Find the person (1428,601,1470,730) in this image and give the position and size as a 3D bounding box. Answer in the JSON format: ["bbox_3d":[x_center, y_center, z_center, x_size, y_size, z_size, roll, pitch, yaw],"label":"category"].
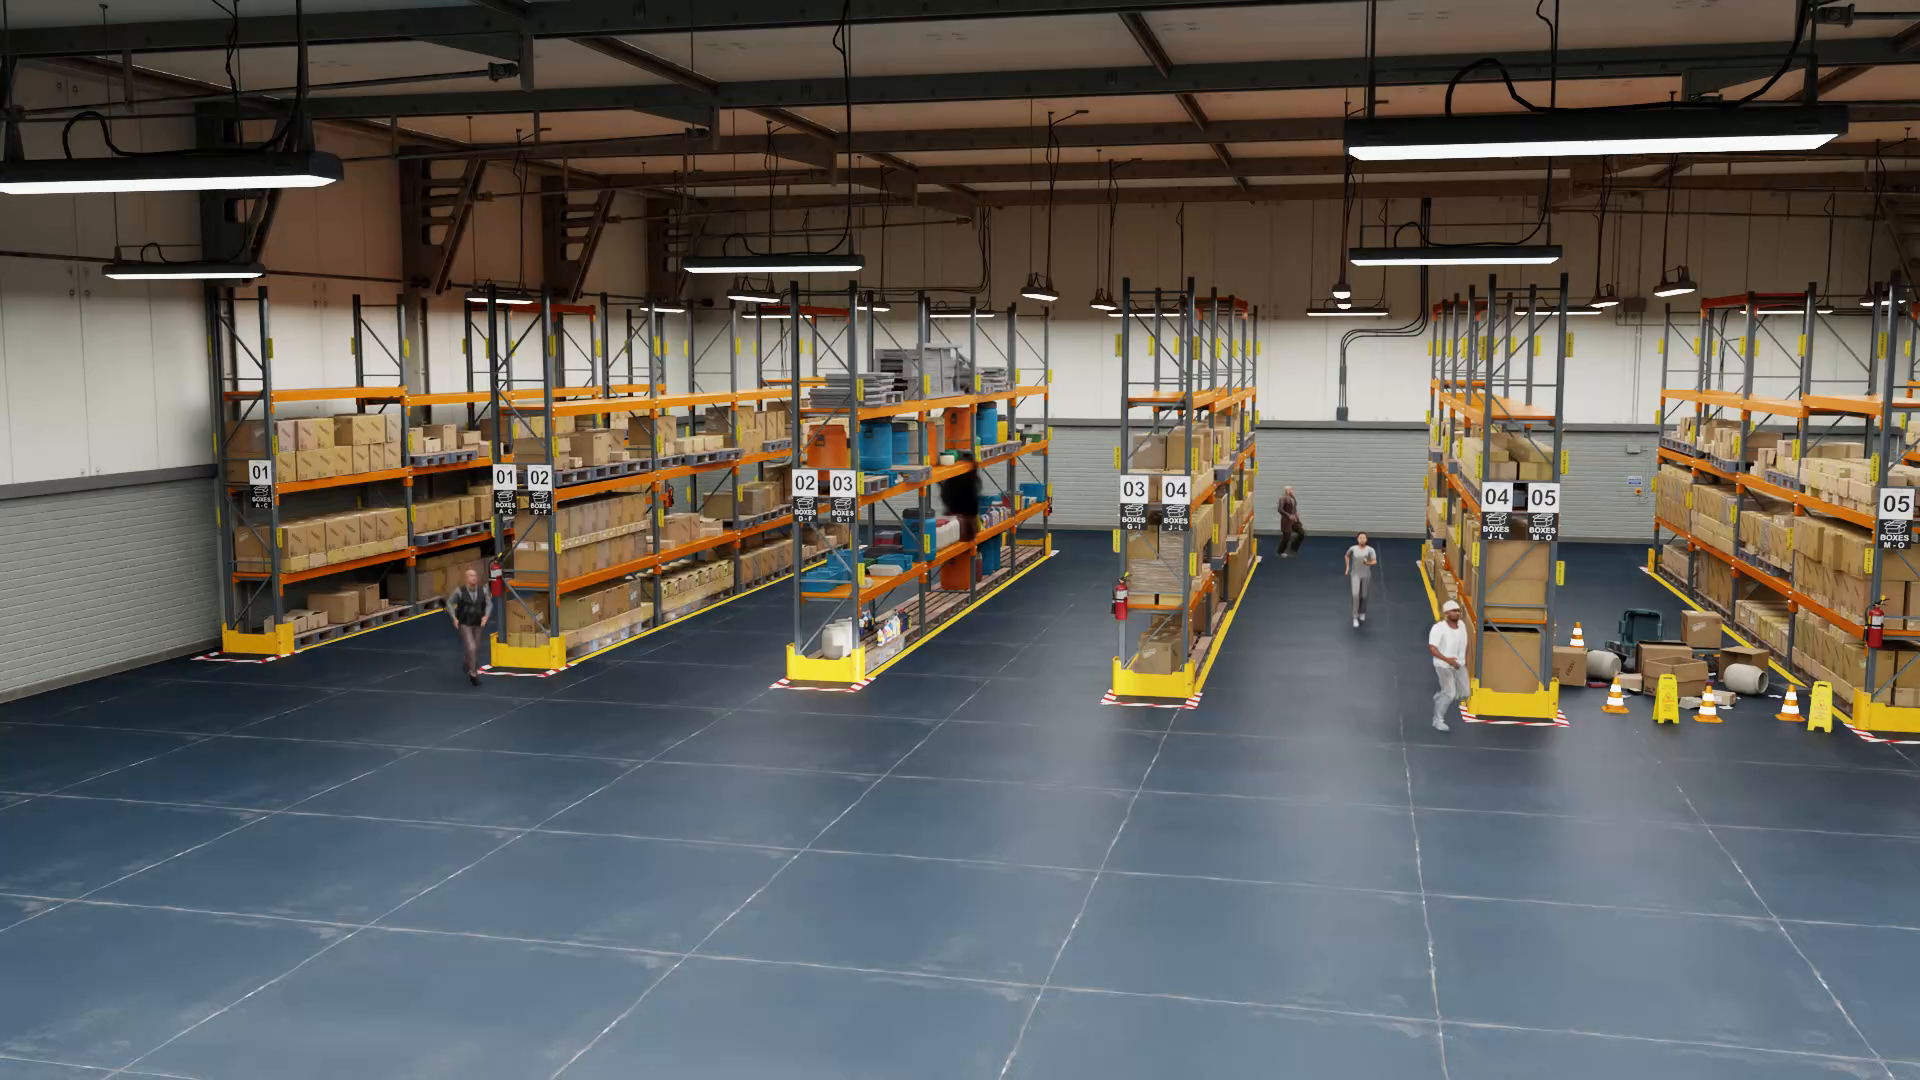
[{"bbox_3d":[6.472,1.647,21.890,0.739,1.725,0.646,-3,7,-27],"label":"person"}]

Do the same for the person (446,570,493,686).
[{"bbox_3d":[-7.371,1.295,25.084,0.670,1.705,0.854,-5,8,-35],"label":"person"}]

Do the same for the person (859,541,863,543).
[{"bbox_3d":[-2.875,-0.780,42.734,0.856,1.764,0.709,3,7,22],"label":"person"}]

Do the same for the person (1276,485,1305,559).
[{"bbox_3d":[7.853,-0.376,39.690,0.724,1.696,0.699,-6,9,-40],"label":"person"}]

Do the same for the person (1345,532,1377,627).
[{"bbox_3d":[7.271,0.682,30.171,0.554,1.681,0.908,1,7,11],"label":"person"}]
